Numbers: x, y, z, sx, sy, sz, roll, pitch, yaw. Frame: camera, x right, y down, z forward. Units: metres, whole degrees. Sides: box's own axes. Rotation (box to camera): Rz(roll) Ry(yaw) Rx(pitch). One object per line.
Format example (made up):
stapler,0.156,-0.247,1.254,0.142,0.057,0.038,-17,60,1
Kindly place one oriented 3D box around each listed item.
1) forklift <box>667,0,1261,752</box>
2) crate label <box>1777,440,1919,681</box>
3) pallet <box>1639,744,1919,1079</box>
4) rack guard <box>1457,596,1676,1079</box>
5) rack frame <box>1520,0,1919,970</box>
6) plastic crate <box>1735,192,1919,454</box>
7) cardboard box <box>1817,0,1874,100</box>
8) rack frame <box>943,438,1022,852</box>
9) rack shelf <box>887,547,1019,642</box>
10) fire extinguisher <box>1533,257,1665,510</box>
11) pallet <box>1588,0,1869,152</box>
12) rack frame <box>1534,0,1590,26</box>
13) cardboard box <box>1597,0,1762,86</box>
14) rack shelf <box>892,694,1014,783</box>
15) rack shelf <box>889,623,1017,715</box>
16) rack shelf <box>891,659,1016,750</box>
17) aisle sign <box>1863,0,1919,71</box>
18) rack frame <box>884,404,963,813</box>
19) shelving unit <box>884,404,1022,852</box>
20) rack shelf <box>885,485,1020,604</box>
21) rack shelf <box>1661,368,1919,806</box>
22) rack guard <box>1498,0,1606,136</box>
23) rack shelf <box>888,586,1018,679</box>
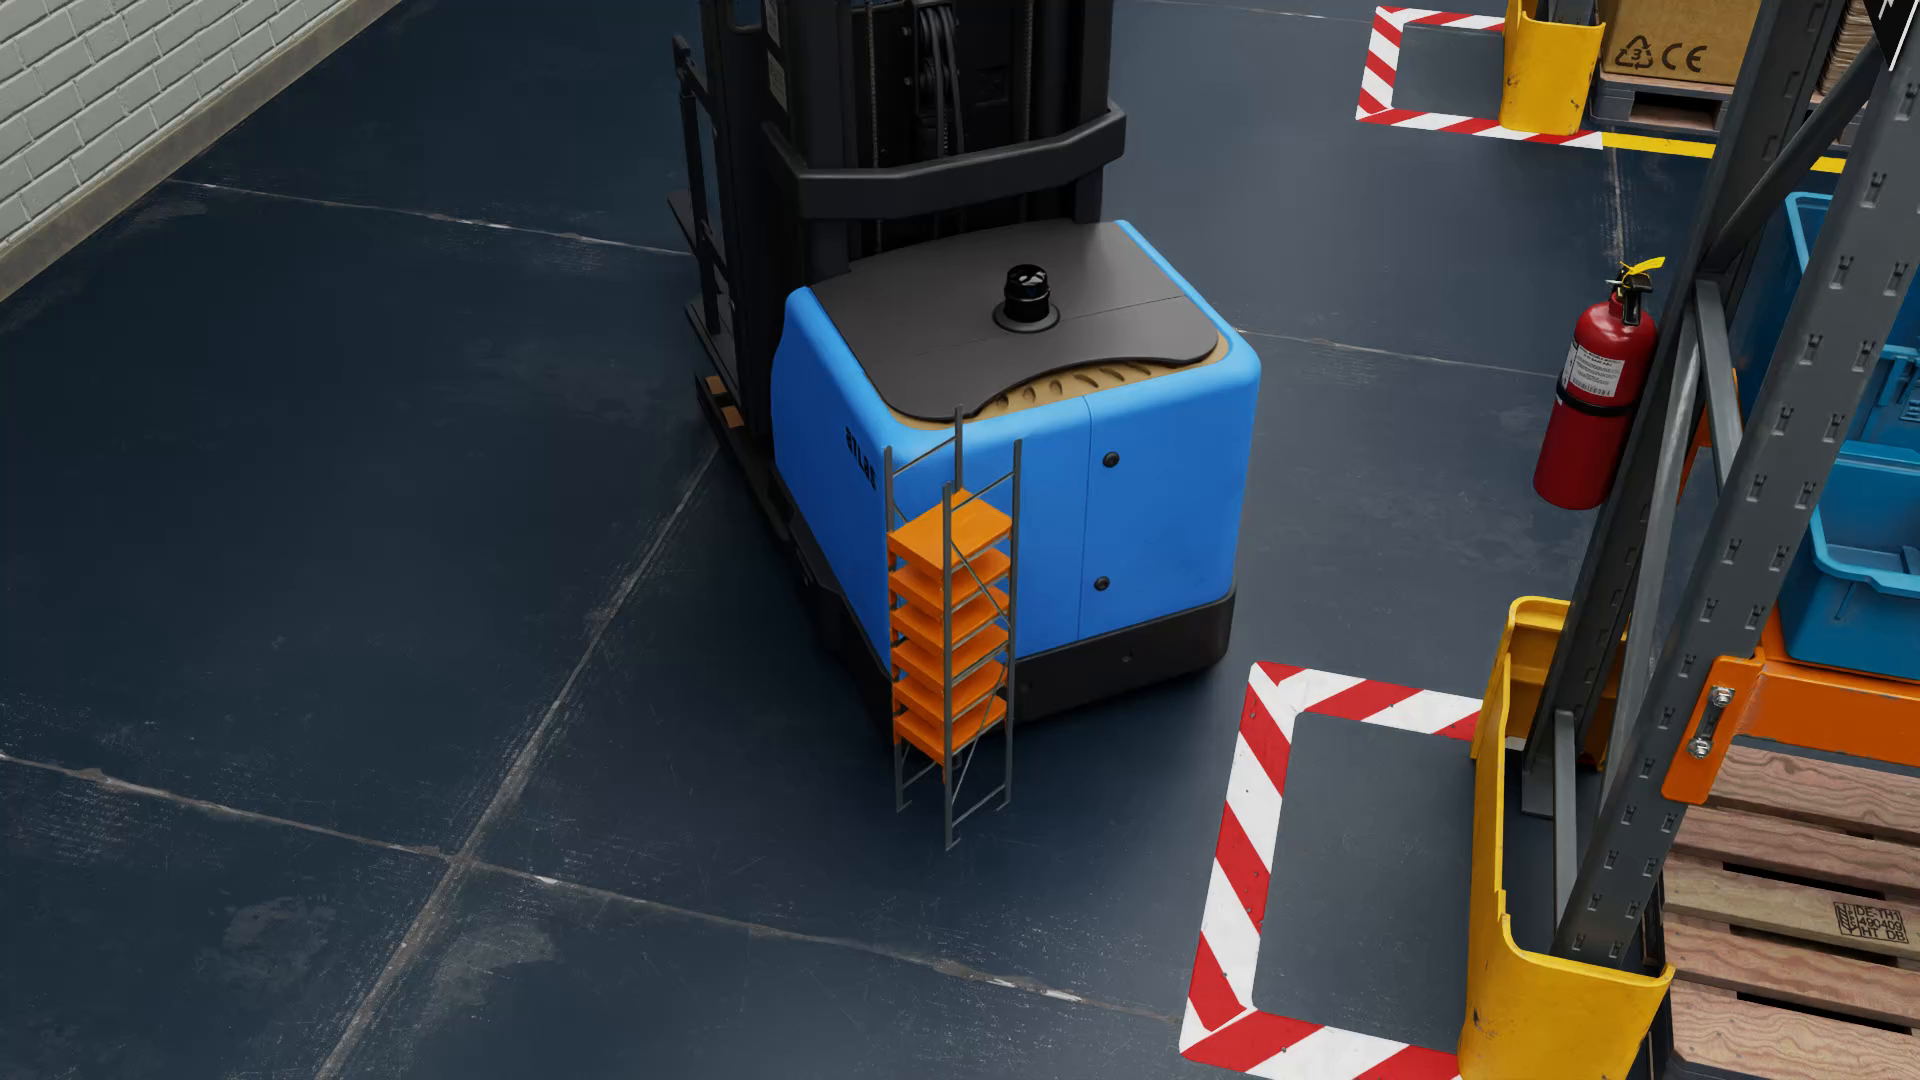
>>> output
forklift,-0.259,-1.507,4.765,1.130,2.935,3.031,-15,42,-17
crate label,1.622,0.044,2.949,0.303,0.233,0.416,10,41,11
pallet,2.256,0.986,3.911,1.213,0.211,1.003,10,41,11
rack guard,1.442,0.719,4.006,0.348,0.500,1.175,10,41,11
rack frame,1.469,-0.243,3.207,0.127,3.000,1.000,10,41,11
plastic crate,1.841,-0.340,3.248,0.499,0.435,0.616,10,41,11
cardboard box,4.267,-2.459,7.171,0.875,0.875,0.875,10,41,11
rack frame,0.049,0.290,3.972,0.006,1.200,0.240,33,50,33
rack shelf,-0.016,0.099,3.895,0.180,0.103,0.258,33,50,33
fire extinguisher,1.441,-0.378,3.717,0.183,0.674,0.296,10,41,11
pallet,3.542,-2.168,7.667,1.213,0.211,1.003,10,41,11
rack frame,2.749,-3.320,6.870,0.127,3.000,1.000,10,41,11
cardboard box,3.388,-2.610,7.351,0.875,0.875,0.875,10,41,11
rack shelf,-0.016,0.466,4.204,0.180,0.103,0.258,33,50,33
rack shelf,-0.016,0.282,4.050,0.180,0.103,0.258,33,50,33
rack shelf,-0.016,0.374,4.127,0.180,0.103,0.258,33,50,33
aisle sign,1.323,-1.066,2.165,0.004,0.787,0.394,10,41,11
rack frame,-0.081,0.207,4.070,0.006,1.200,0.240,33,50,33
shelving unit,-0.016,0.248,4.021,0.189,1.200,0.258,33,50,33
rack shelf,-0.016,0.007,3.818,0.180,0.103,0.258,33,50,33
rack shelf,3.401,0.365,3.042,4.000,0.370,1.077,10,41,11
rack guard,2.726,-2.367,7.679,0.348,0.500,1.175,10,41,11
rack shelf,-0.016,0.191,3.972,0.180,0.103,0.258,33,50,33
